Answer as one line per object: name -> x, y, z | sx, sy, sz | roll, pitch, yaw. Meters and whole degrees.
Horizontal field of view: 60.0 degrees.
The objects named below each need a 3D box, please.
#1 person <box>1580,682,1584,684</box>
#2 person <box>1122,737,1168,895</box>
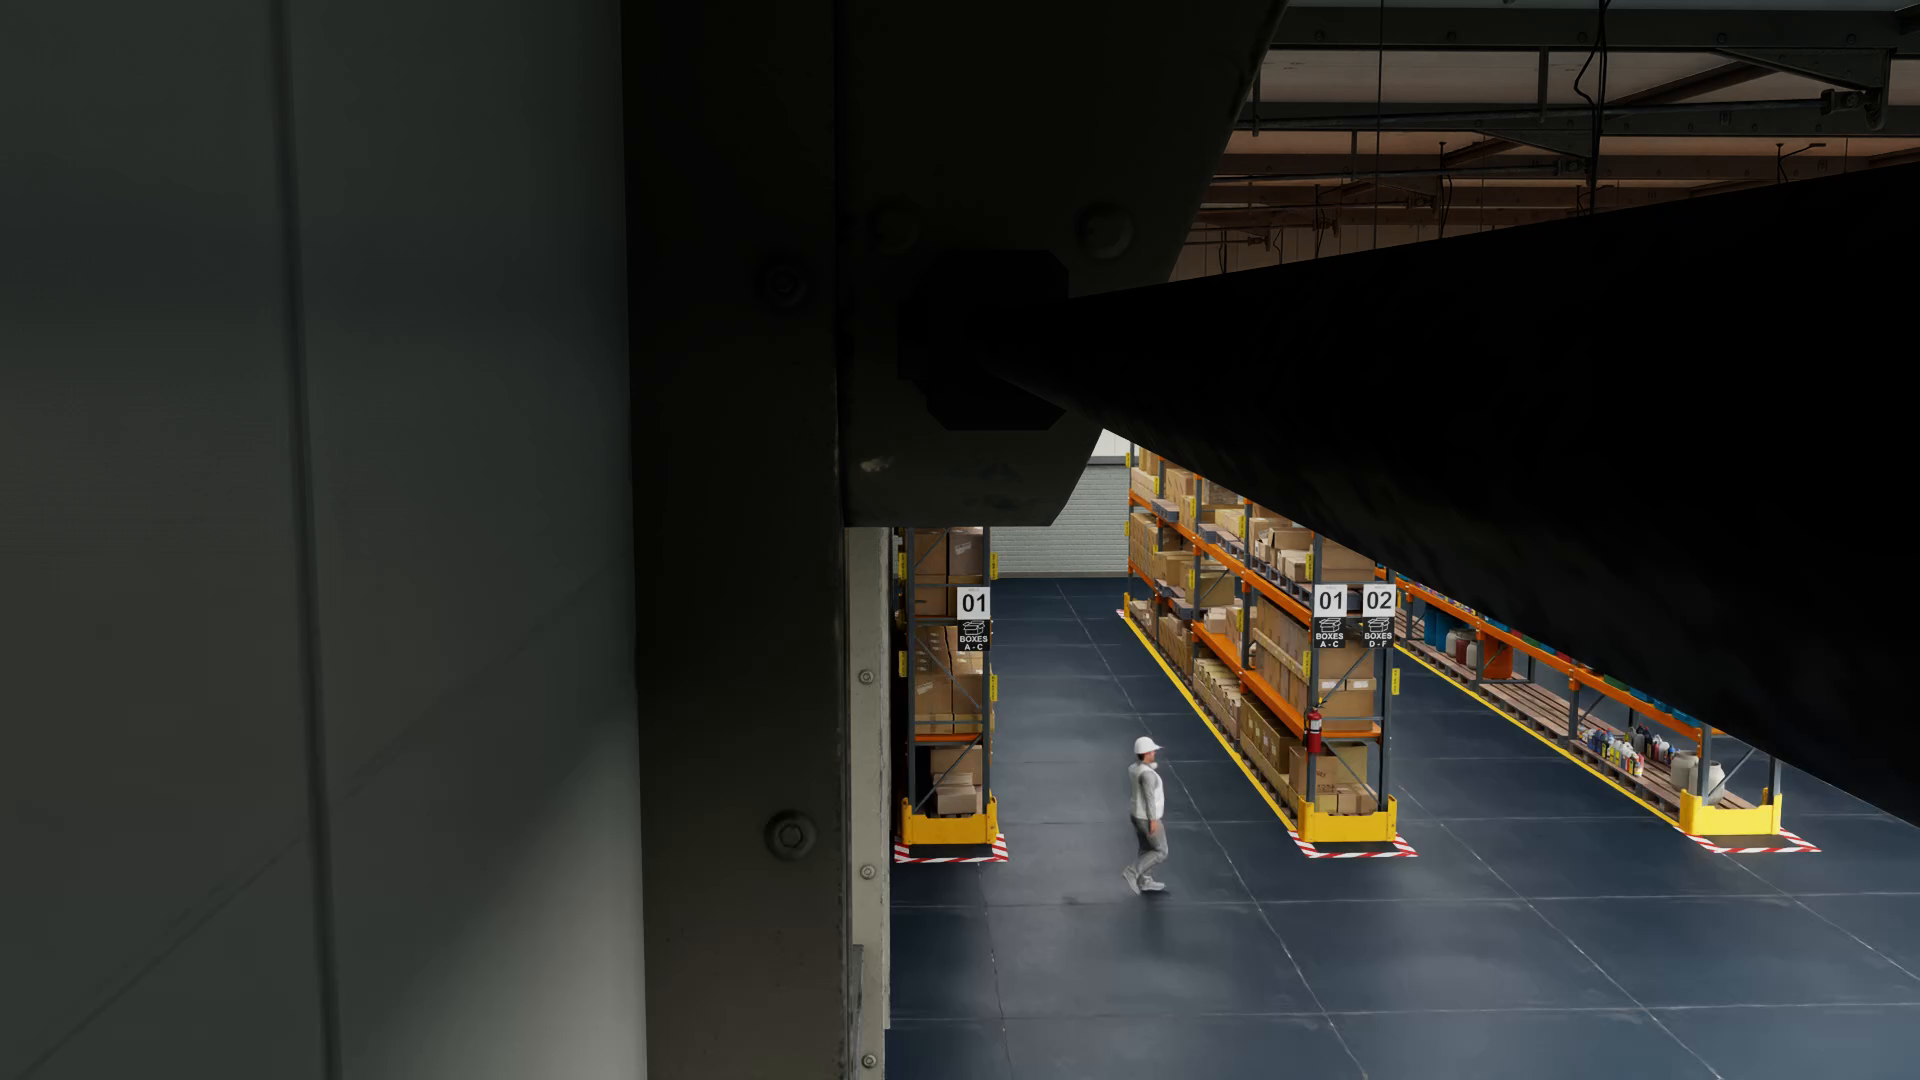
person -> 11.069, 1.740, 29.031 | 0.678, 1.713, 1.141 | 0, 7, 1
person -> 2.043, 3.072, 18.547 | 0.570, 1.763, 0.553 | -2, 8, -14
